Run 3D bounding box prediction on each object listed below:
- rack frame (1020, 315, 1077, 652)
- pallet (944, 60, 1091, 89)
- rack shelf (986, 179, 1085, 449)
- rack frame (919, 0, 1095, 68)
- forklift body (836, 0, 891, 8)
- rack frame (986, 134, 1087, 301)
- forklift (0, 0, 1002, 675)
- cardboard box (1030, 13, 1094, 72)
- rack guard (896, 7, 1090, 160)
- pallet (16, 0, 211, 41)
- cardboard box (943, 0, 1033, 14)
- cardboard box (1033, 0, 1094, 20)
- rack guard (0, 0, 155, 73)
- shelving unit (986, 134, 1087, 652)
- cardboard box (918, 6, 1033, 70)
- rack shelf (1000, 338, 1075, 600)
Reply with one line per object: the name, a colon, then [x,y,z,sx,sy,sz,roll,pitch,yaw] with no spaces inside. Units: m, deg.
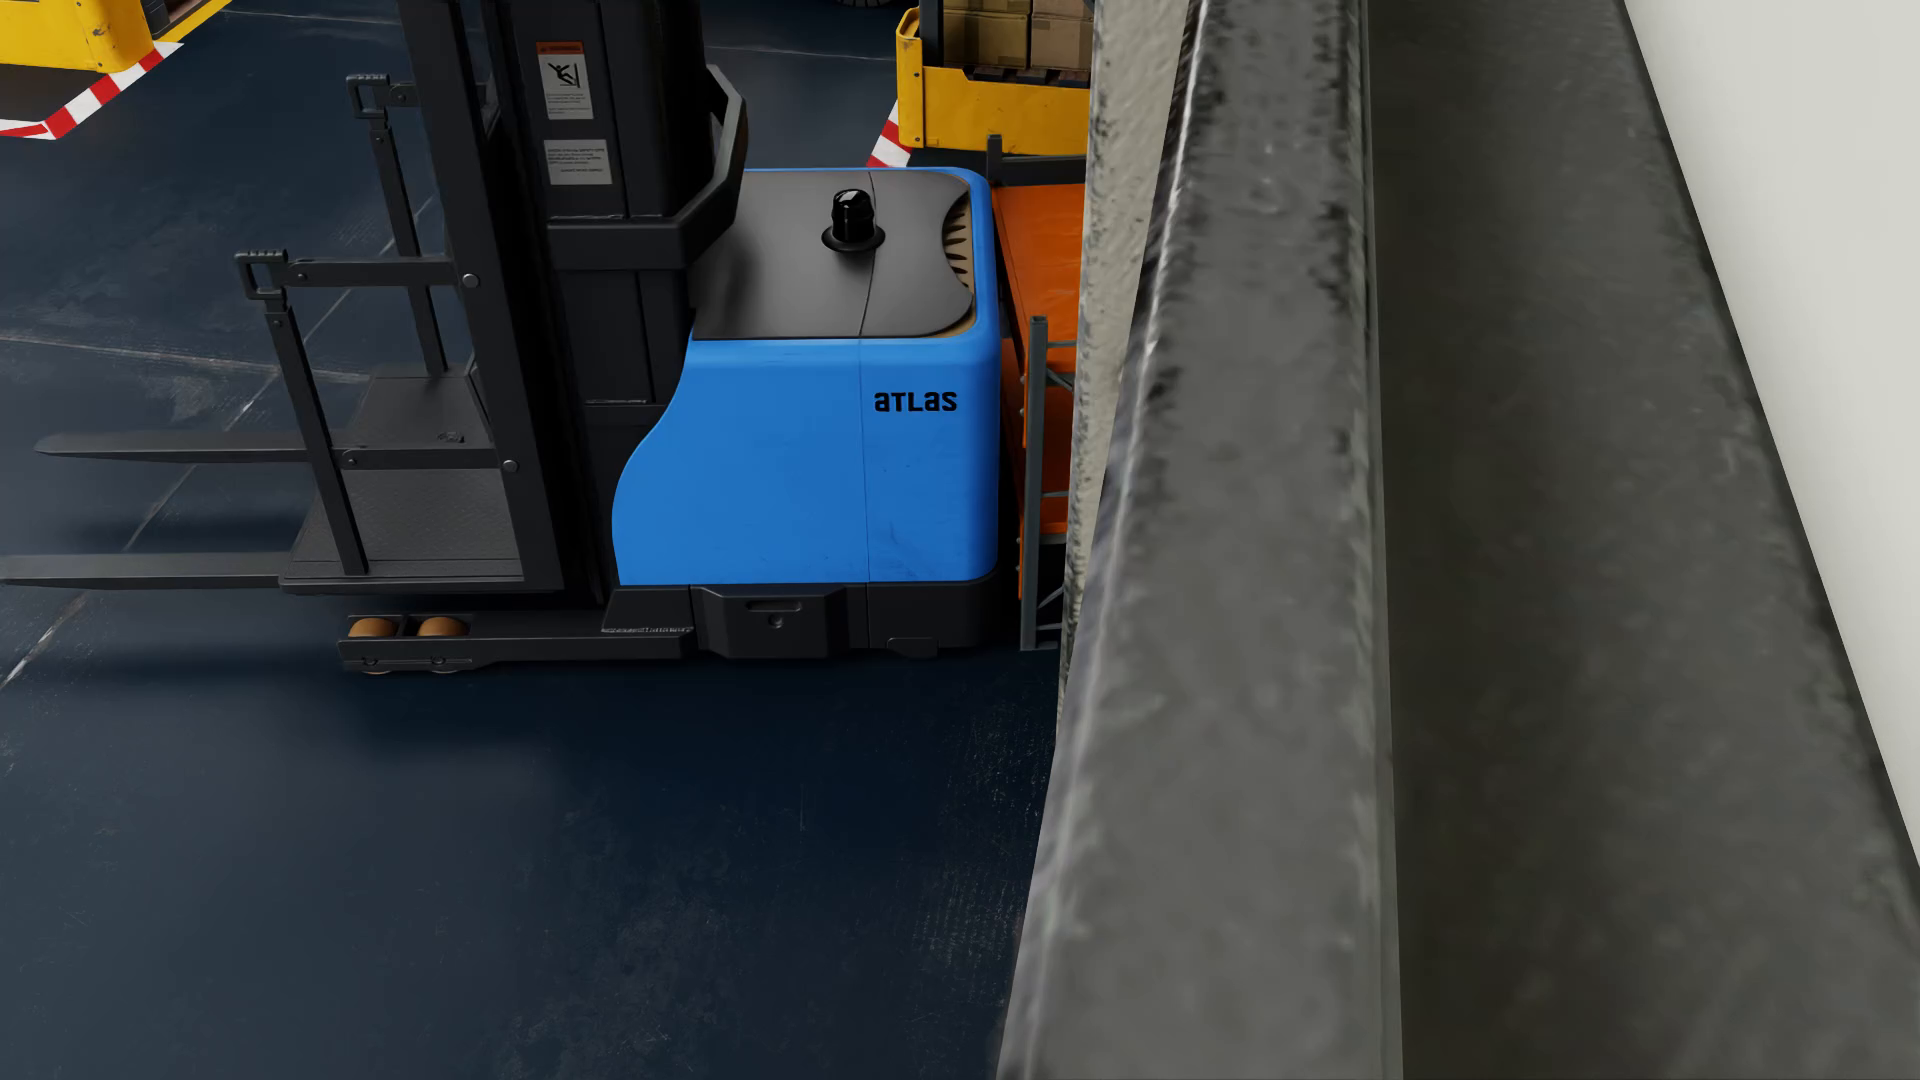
rack frame: [0.425,-0.132,4.527,0.500,1.125,0.032,-3,40,-4]
pallet: [0.418,-2.370,7.950,1.003,0.211,1.213,6,40,8]
rack shelf: [0.378,-0.680,4.731,0.538,0.278,1.000,-3,40,-4]
rack frame: [0.327,-2.960,6.476,1.000,3.000,0.127,6,40,8]
forklift body: [-1.142,-4.024,8.429,2.313,2.155,1.214,6,40,8]
rack frame: [0.330,-0.777,5.307,0.500,1.125,0.032,-3,40,-4]
forklift: [-1.404,-1.085,4.262,3.031,2.935,1.130,-1,40,-1]
cardboard box: [0.604,-2.348,7.565,0.500,0.250,0.500,7,40,8]
rack guard: [0.323,-1.981,7.254,1.175,0.500,0.348,6,40,8]
pallet: [-4.374,-2.984,8.693,1.003,0.211,1.213,6,40,8]
cardboard box: [0.103,-2.594,7.470,0.500,0.250,0.500,6,40,7]
cardboard box: [0.613,-2.527,7.388,0.500,0.250,0.500,7,40,8]
rack guard: [-4.550,-2.589,7.989,1.175,0.500,0.348,6,40,8]
shelving unit: [0.378,-0.455,4.917,0.538,1.125,1.048,-3,40,-4]
cardboard box: [0.097,-2.391,7.617,0.500,0.250,0.500,7,40,8]
rack shelf: [0.378,-0.266,5.073,0.538,0.278,1.000,-3,40,-4]
